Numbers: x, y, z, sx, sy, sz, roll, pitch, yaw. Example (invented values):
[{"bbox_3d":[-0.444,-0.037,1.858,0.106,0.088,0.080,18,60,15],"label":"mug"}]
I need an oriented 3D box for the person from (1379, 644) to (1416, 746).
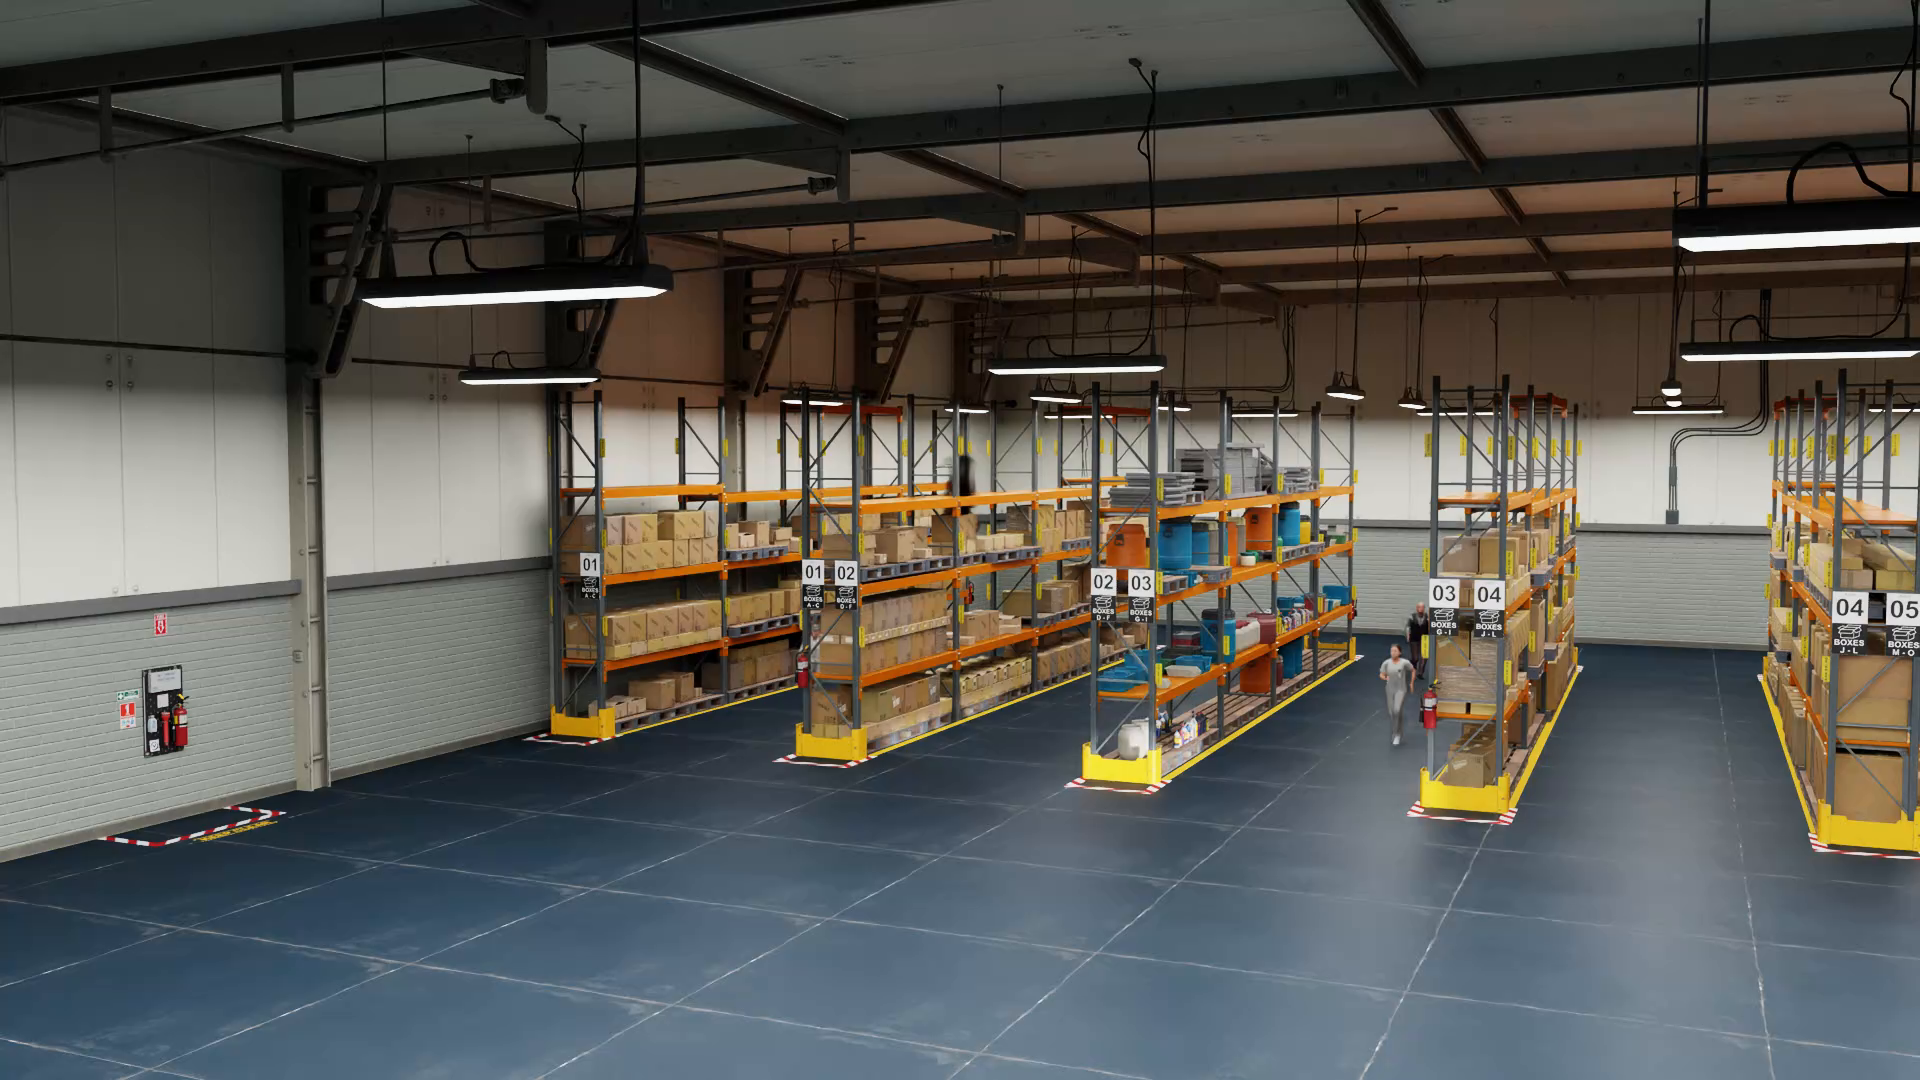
[{"bbox_3d":[7.408,2.611,28.207,0.547,1.714,0.817,2,4,29],"label":"person"}]

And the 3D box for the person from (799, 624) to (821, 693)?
[{"bbox_3d":[-2.812,2.420,32.229,0.632,1.645,0.660,0,3,-4],"label":"person"}]

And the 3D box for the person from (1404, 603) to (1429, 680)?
[{"bbox_3d":[9.980,2.182,36.116,0.647,1.667,0.629,1,3,10],"label":"person"}]
